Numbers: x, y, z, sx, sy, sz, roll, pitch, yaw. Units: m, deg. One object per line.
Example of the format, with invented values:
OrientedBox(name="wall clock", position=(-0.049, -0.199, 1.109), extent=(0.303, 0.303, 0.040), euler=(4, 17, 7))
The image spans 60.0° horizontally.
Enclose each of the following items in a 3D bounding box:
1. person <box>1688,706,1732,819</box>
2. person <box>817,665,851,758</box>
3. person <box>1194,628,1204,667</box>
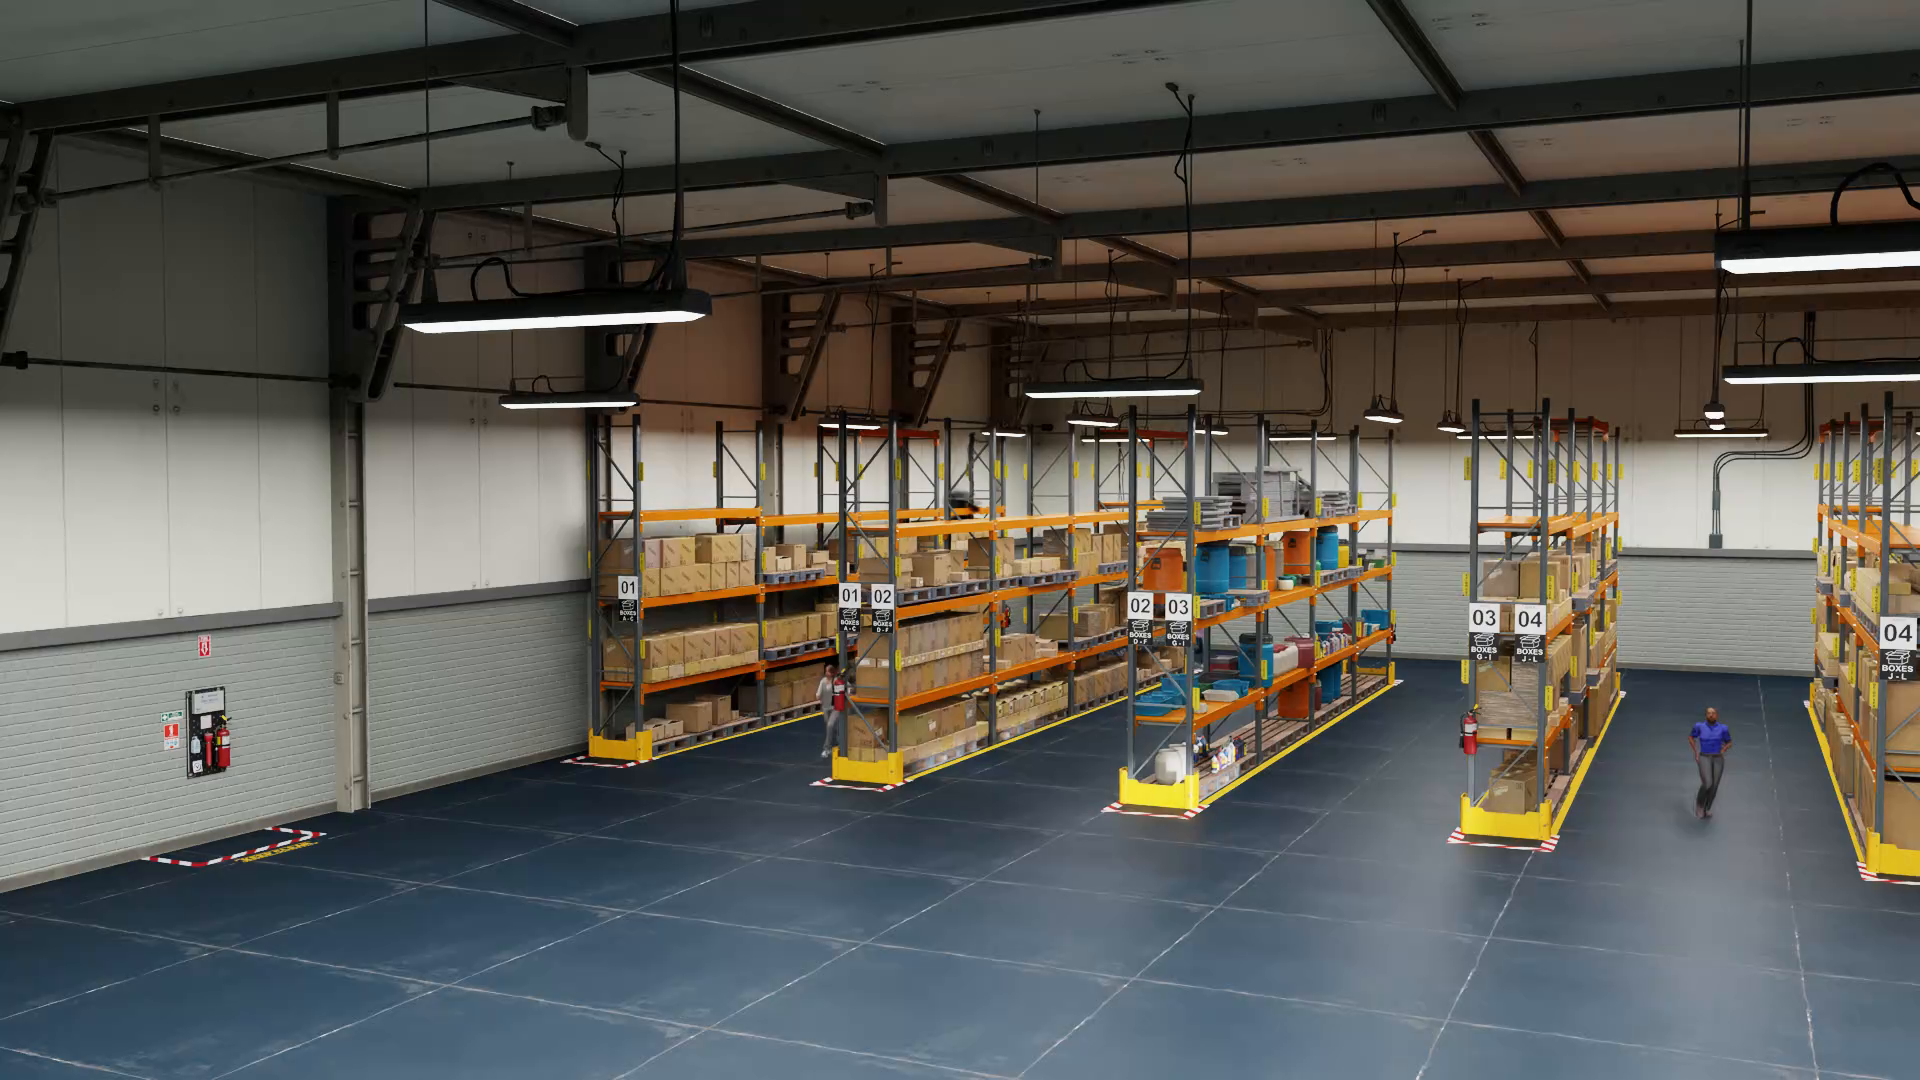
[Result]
OrientedBox(name="person", position=(10.787, 3.205, 23.866), extent=(0.553, 1.646, 0.645), euler=(1, 2, 14))
OrientedBox(name="person", position=(-2.246, 3.013, 29.398), extent=(0.571, 1.628, 0.838), euler=(1, 3, 22))
OrientedBox(name="person", position=(6.049, 2.474, 42.149), extent=(0.775, 1.603, 0.577), euler=(1, 3, 29))
